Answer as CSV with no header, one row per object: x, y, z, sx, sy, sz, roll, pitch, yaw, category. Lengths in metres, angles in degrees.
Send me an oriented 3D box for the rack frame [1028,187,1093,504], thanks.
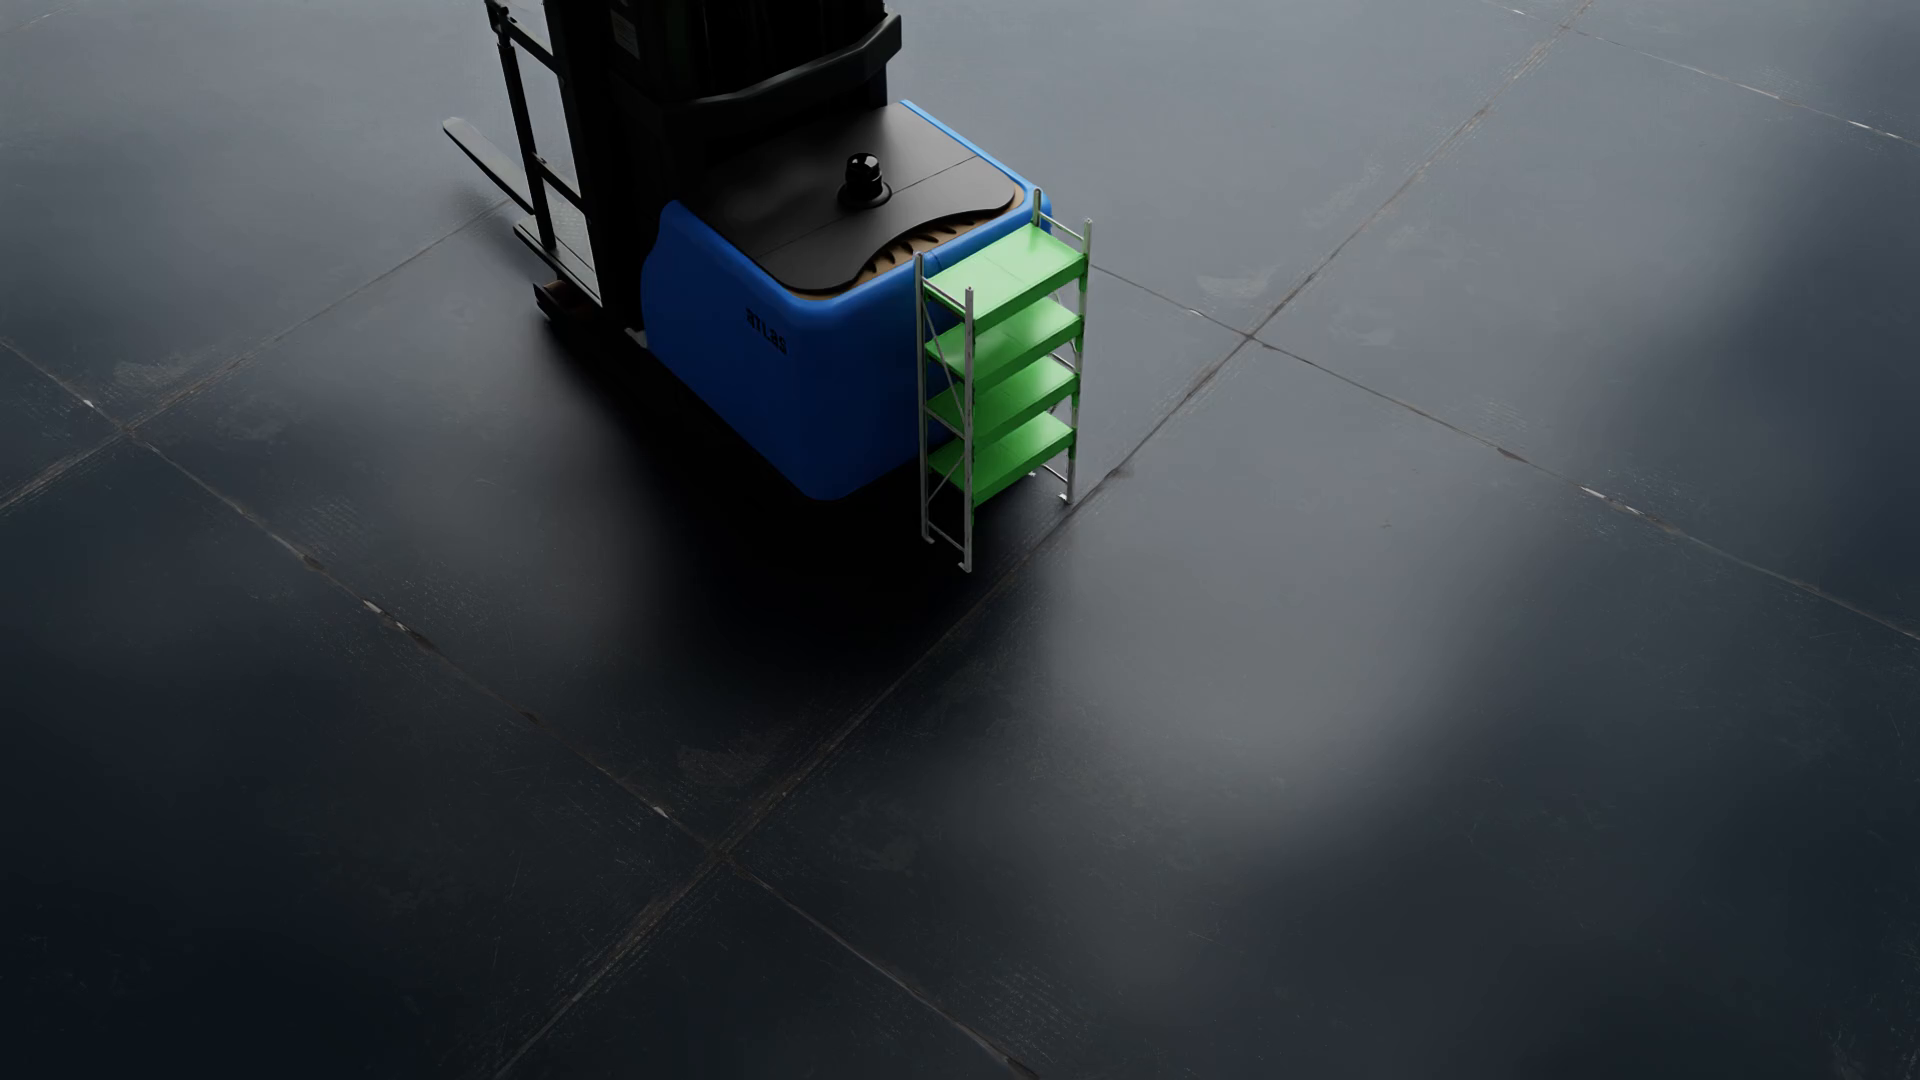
0.313,-0.607,5.500,0.015,1.200,0.240,-33,55,-28,rack frame

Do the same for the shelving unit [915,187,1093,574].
0.133,-0.488,5.386,0.503,1.200,0.258,-33,55,-28,shelving unit

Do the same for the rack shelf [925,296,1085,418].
0.133,-0.609,5.259,0.480,0.148,0.258,-33,55,-28,rack shelf

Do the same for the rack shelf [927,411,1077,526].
0.133,-0.278,5.606,0.480,0.148,0.258,-33,55,-28,rack shelf

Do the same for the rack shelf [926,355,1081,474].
0.133,-0.443,5.432,0.480,0.148,0.258,-33,55,-28,rack shelf

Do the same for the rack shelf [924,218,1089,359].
0.133,-0.775,5.085,0.480,0.148,0.258,-33,55,-28,rack shelf

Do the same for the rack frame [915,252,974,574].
-0.047,-0.368,5.272,0.015,1.200,0.240,-33,55,-28,rack frame

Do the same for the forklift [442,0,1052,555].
-1.012,-1.968,5.603,1.130,2.935,3.031,-31,54,-26,forklift
